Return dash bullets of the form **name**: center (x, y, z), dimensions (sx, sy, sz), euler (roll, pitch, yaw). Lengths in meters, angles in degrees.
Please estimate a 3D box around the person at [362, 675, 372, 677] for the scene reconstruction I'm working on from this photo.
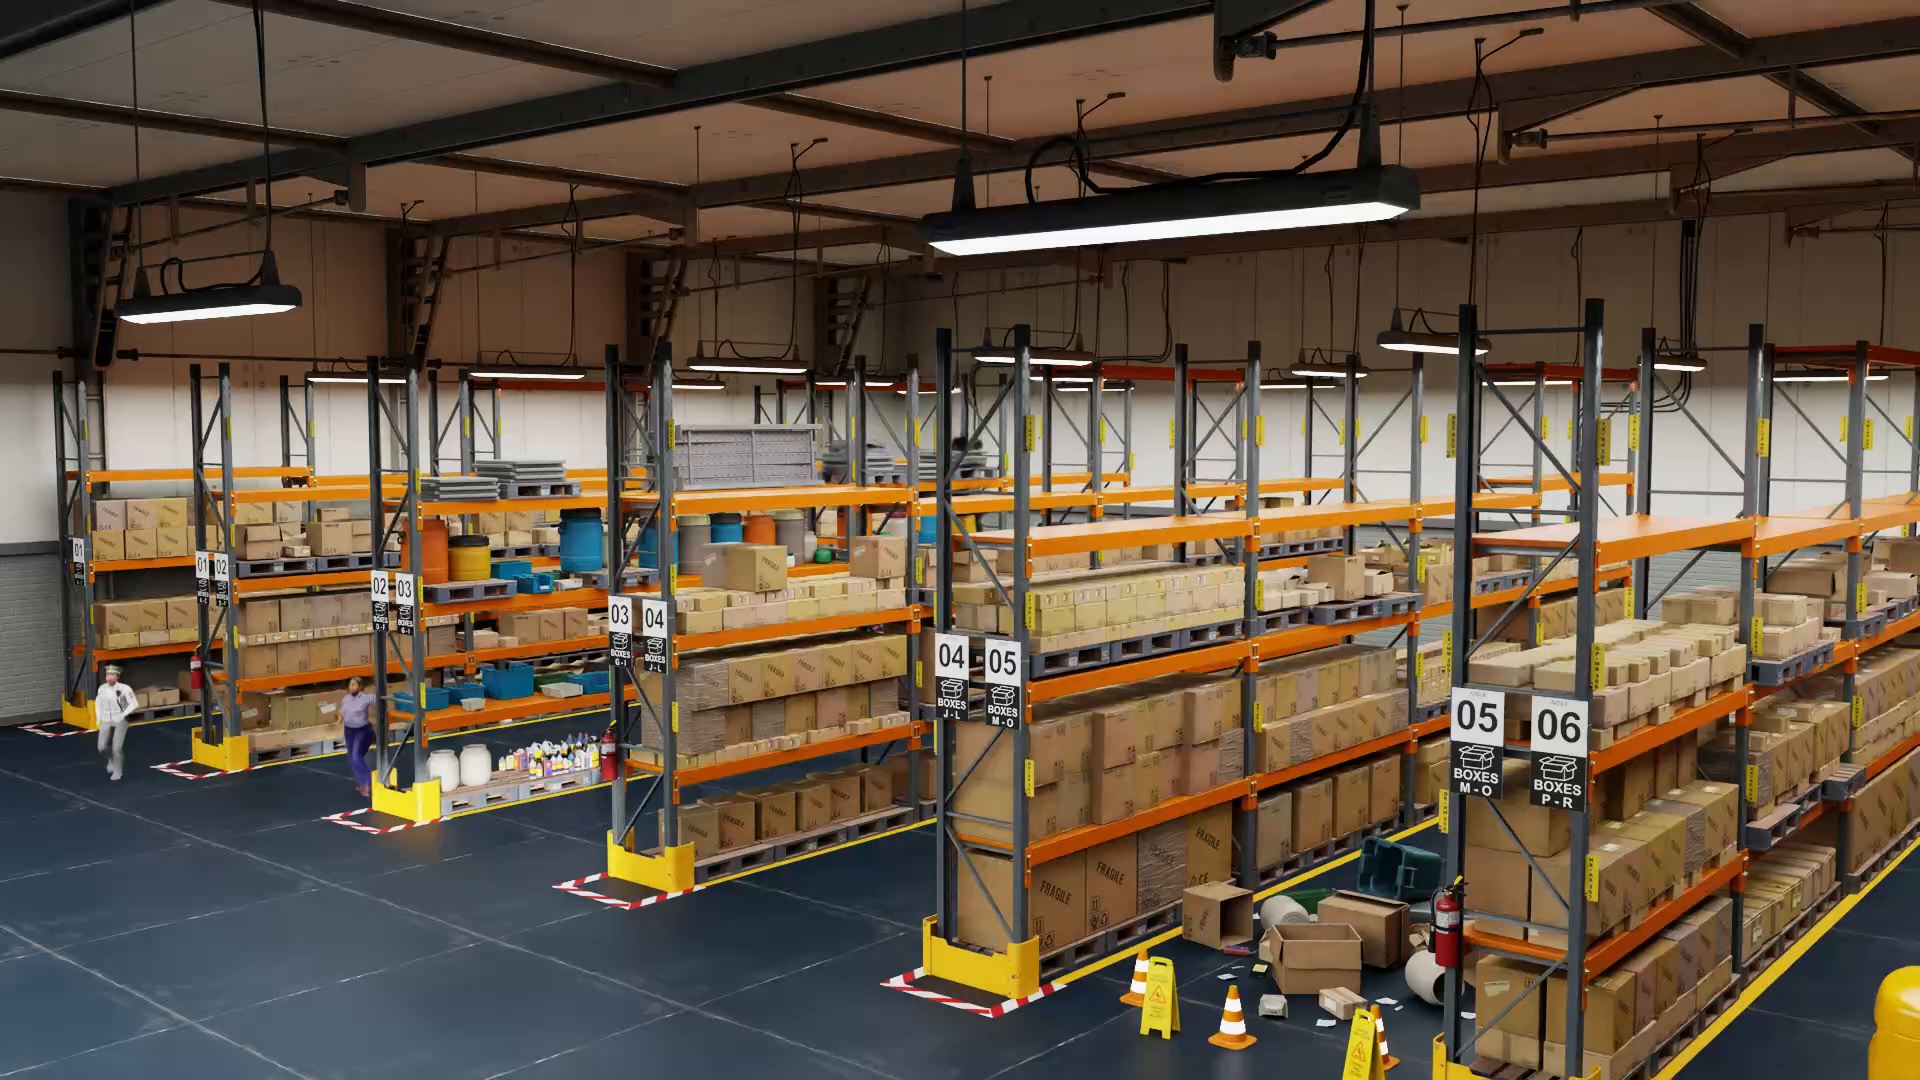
- **person**: center (-10.359, 2.301, 28.835), dimensions (0.530, 1.548, 0.680), euler (3, 5, 32)

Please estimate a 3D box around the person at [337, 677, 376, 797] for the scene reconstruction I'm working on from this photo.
- **person**: center (-8.273, 2.721, 22.877), dimensions (0.621, 1.671, 0.679), euler (1, 4, 17)

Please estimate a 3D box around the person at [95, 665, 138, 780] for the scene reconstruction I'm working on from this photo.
- **person**: center (-12.156, 2.615, 23.923), dimensions (0.631, 1.663, 0.539), euler (0, 4, -6)
